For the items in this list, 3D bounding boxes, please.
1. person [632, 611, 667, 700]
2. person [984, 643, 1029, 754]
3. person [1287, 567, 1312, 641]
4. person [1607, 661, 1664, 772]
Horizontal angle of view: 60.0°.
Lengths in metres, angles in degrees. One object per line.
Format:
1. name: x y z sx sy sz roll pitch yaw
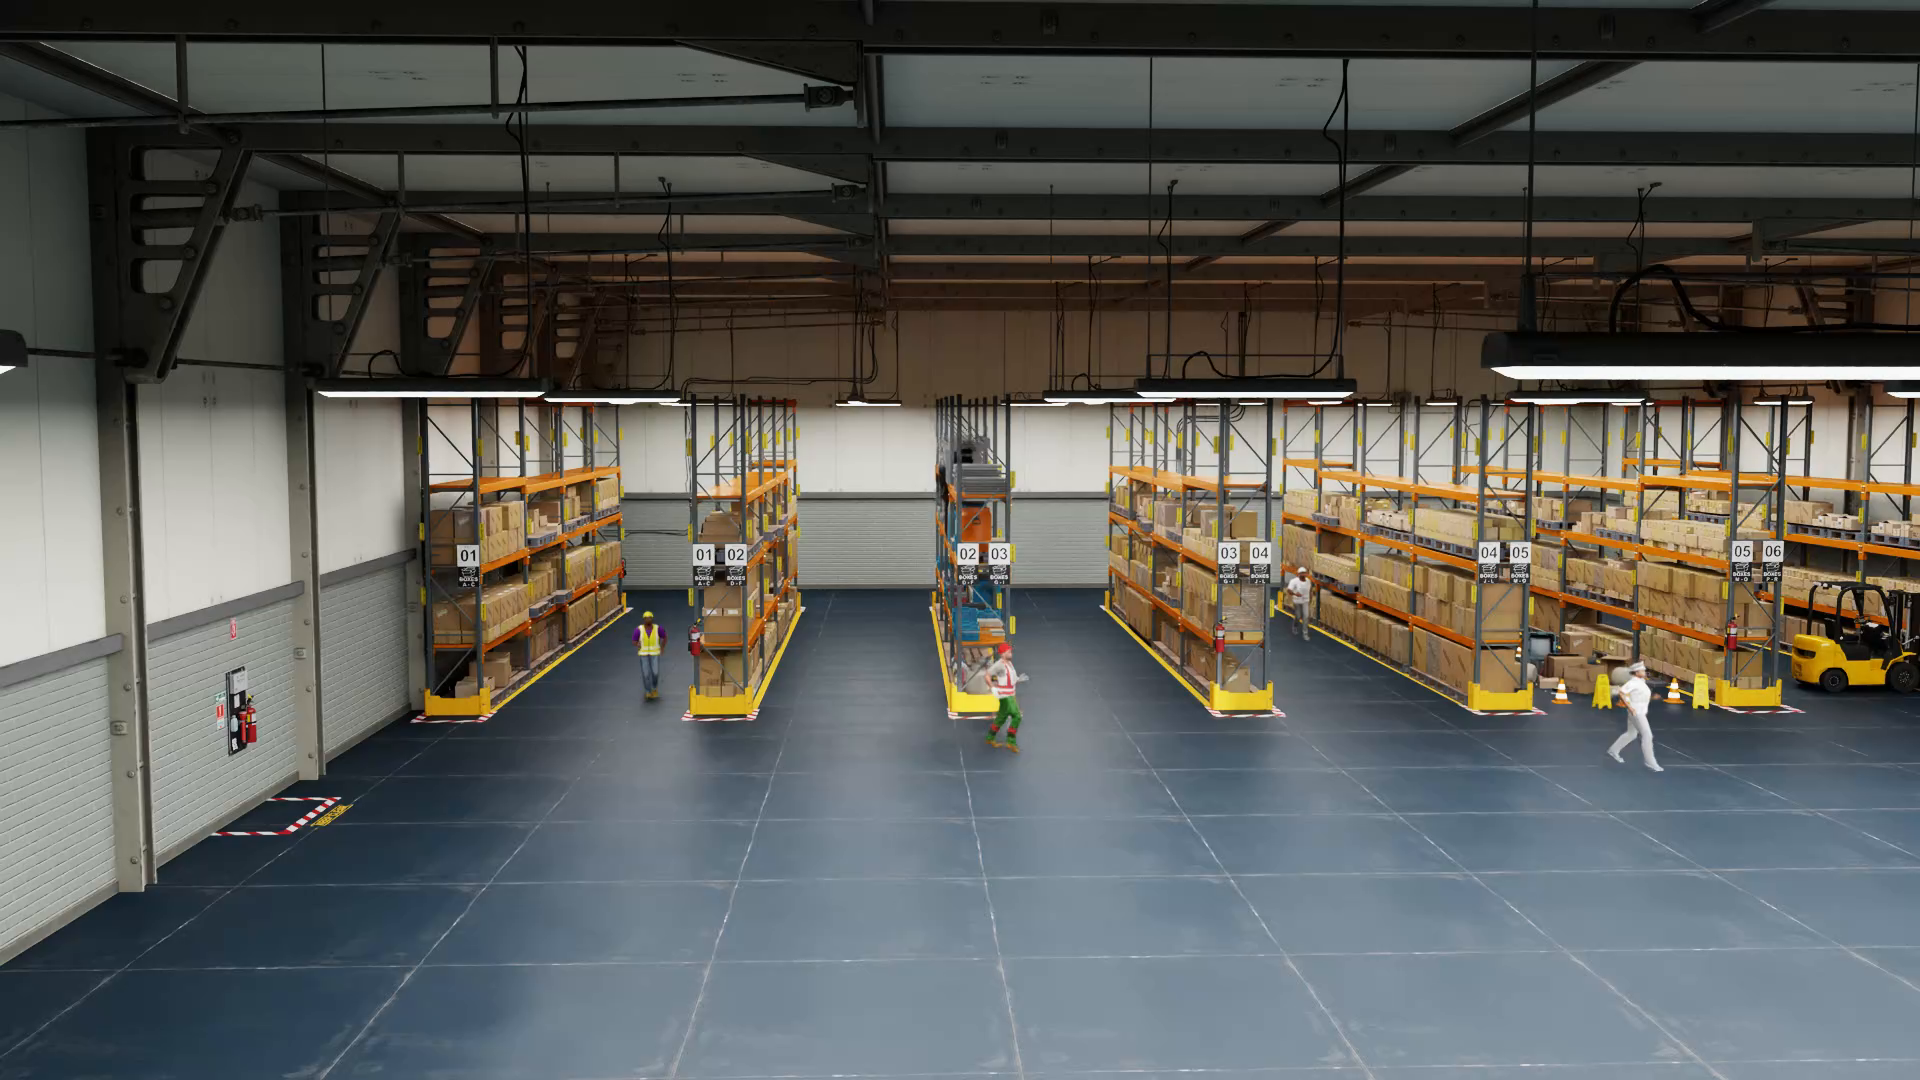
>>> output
1. person: -6.100 2.278 32.673 0.680 1.750 0.624 -1 5 -9
2. person: 0.765 2.647 27.738 0.774 1.845 0.643 1 5 16
3. person: 8.499 1.569 41.507 0.687 1.784 0.902 0 5 -5
4. person: 10.763 2.779 26.456 0.885 1.721 0.562 3 5 31
